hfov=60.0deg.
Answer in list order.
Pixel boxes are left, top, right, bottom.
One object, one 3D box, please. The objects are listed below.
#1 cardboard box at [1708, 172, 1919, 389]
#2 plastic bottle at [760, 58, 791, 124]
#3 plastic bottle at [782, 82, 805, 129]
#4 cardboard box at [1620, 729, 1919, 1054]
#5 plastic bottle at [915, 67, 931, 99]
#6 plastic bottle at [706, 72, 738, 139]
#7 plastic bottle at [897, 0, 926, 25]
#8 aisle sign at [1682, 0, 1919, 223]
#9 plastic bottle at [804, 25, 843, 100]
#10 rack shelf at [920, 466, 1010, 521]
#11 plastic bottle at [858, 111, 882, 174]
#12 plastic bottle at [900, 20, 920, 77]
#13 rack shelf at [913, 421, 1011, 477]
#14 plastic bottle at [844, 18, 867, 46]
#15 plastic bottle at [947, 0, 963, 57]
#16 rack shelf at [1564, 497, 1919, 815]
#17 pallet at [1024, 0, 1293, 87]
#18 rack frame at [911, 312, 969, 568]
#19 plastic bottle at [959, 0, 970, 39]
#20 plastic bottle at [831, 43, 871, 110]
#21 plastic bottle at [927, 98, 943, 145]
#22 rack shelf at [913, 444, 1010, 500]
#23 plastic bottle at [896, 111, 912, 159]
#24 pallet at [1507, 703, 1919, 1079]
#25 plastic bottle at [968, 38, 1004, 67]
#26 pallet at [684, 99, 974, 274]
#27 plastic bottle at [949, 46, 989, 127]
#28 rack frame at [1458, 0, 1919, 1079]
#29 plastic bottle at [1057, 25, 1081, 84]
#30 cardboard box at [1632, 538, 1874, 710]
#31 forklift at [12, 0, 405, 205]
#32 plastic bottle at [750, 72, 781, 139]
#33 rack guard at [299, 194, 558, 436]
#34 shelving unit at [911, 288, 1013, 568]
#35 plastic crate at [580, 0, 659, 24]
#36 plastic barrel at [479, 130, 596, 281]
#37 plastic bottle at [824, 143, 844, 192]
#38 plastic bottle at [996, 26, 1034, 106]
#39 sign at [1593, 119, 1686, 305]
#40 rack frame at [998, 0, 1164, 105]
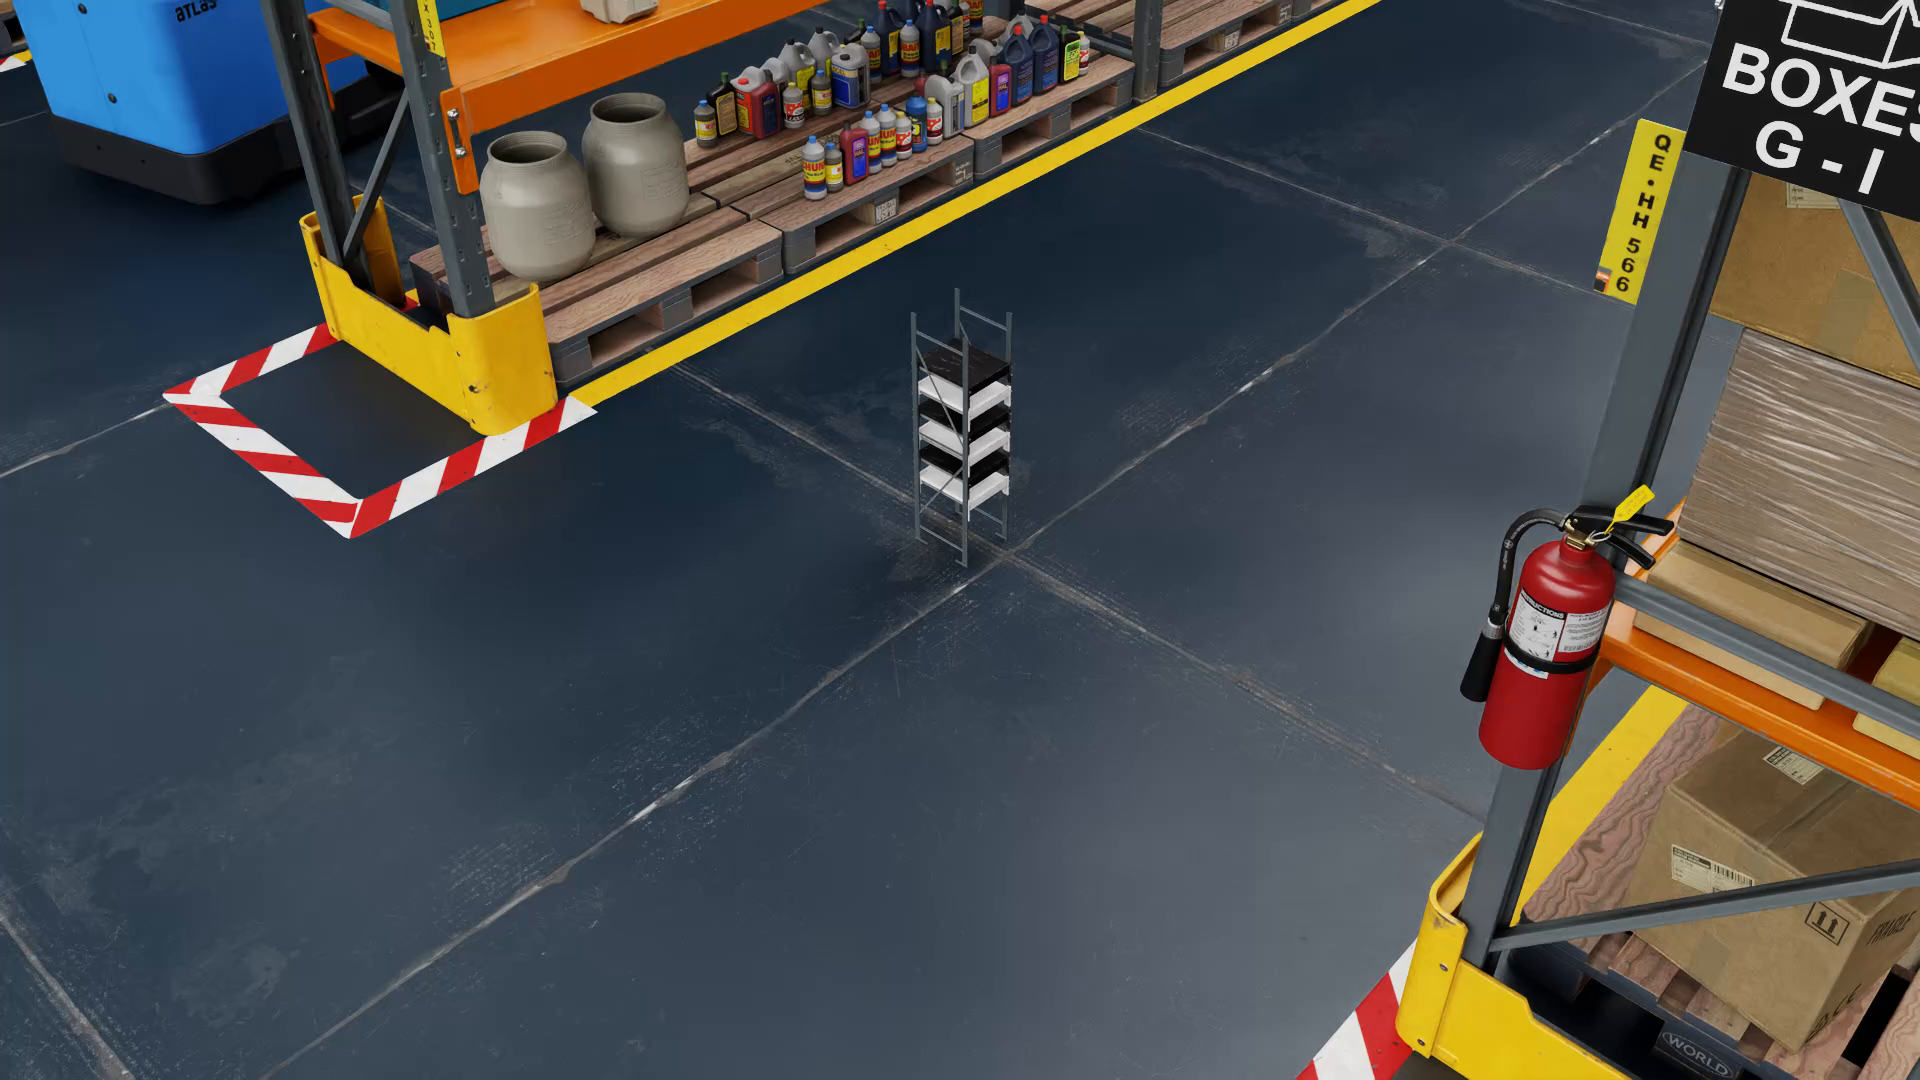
[{"bbox_3d":[1.758,-0.641,3.023,0.500,0.500,0.500,30,47,32],"label":"cardboard box"},{"bbox_3d":[-0.888,-2.119,7.840,0.152,0.276,0.135,28,46,31],"label":"plastic bottle"},{"bbox_3d":[-0.783,-2.046,7.808,0.097,0.201,0.097,0,38,0],"label":"plastic bottle"},{"bbox_3d":[2.003,0.796,4.009,0.500,0.500,0.500,-25,45,-28],"label":"cardboard box"},{"bbox_3d":[-0.149,-2.082,7.787,0.061,0.283,0.133,30,47,32],"label":"plastic bottle"},{"bbox_3d":[-1.106,-2.016,7.704,0.061,0.283,0.133,31,48,33],"label":"plastic bottle"},{"bbox_3d":[-0.239,-2.594,8.377,0.144,0.351,0.185,31,48,33],"label":"plastic bottle"},{"bbox_3d":[1.306,-0.853,2.324,0.394,0.787,0.004,30,47,32],"label":"aisle sign"},{"bbox_3d":[-0.653,-2.312,8.022,0.144,0.351,0.185,29,47,32],"label":"plastic bottle"},{"bbox_3d":[0.005,-0.189,5.607,0.258,0.077,0.200,30,47,32],"label":"rack shelf"},{"bbox_3d":[-0.403,-1.781,7.419,0.097,0.271,0.097,0,38,0],"label":"plastic bottle"},{"bbox_3d":[-0.248,-2.445,8.254,0.097,0.271,0.097,0,38,0],"label":"plastic bottle"},{"bbox_3d":[0.005,-0.330,5.495,0.258,0.077,0.200,30,47,32],"label":"rack shelf"},{"bbox_3d":[-0.509,-2.422,8.215,0.133,0.283,0.061,-32,48,-34],"label":"plastic bottle"},{"bbox_3d":[-0.046,-2.597,8.435,0.061,0.283,0.133,30,47,32],"label":"plastic bottle"},{"bbox_3d":[2.918,-0.375,4.389,1.077,0.370,4.000,30,47,32],"label":"rack shelf"},{"bbox_3d":[1.113,-2.941,9.279,1.003,0.211,1.213,30,47,32],"label":"pallet"},{"bbox_3d":[-0.063,-0.309,5.416,0.240,0.900,0.006,30,47,32],"label":"rack frame"},{"bbox_3d":[0.005,-2.723,8.659,0.097,0.201,0.097,0,38,0],"label":"plastic bottle"},{"bbox_3d":[-0.527,-2.232,7.982,0.152,0.276,0.135,30,47,32],"label":"plastic bottle"},{"bbox_3d":[-0.130,-1.940,7.674,0.097,0.201,0.097,0,38,0],"label":"plastic bottle"},{"bbox_3d":[0.005,-0.259,5.551,0.258,0.077,0.200,30,47,32],"label":"rack shelf"},{"bbox_3d":[-0.268,-1.845,7.555,0.097,0.201,0.097,0,38,0],"label":"plastic bottle"},{"bbox_3d":[2.194,0.960,4.373,1.003,0.211,1.213,30,47,32],"label":"pallet"},{"bbox_3d":[0.134,-2.307,8.076,0.152,0.276,0.135,30,47,32],"label":"plastic bottle"},{"bbox_3d":[-0.695,-1.709,7.730,1.003,0.211,1.213,30,47,32],"label":"pallet"},{"bbox_3d":[0.043,-2.137,7.802,0.144,0.351,0.185,29,47,32],"label":"plastic bottle"},{"bbox_3d":[1.569,0.262,3.010,1.000,3.000,0.127,30,47,32],"label":"rack frame"},{"bbox_3d":[0.531,-2.405,8.193,0.133,0.283,0.061,-32,48,-33],"label":"plastic bottle"},{"bbox_3d":[1.609,0.143,3.362,0.380,0.149,0.250,30,47,32],"label":"cardboard box"},{"bbox_3d":[-3.112,-3.570,7.885,1.130,2.935,3.031,19,42,22],"label":"forklift"},{"bbox_3d":[-0.902,-2.014,7.702,0.061,0.283,0.133,30,47,32],"label":"plastic bottle"},{"bbox_3d":[-2.070,-0.894,6.472,1.175,0.500,0.348,30,47,32],"label":"rack guard"},{"bbox_3d":[0.005,-0.356,5.475,0.258,0.900,0.210,30,47,32],"label":"shelving unit"},{"bbox_3d":[-1.246,-1.990,6.055,0.298,0.136,0.250,30,47,32],"label":"plastic crate"},{"bbox_3d":[-1.699,-1.342,6.690,0.421,0.512,0.421,0,38,0],"label":"plastic barrel"},{"bbox_3d":[-0.564,-1.644,7.302,0.097,0.201,0.097,0,38,0],"label":"plastic bottle"},{"bbox_3d":[0.260,-2.285,7.989,0.144,0.351,0.185,27,46,30],"label":"plastic bottle"},{"bbox_3d":[1.173,-0.557,2.856,0.100,0.325,0.005,30,47,32],"label":"sign"},{"bbox_3d":[0.612,-3.655,7.936,1.000,3.000,0.127,30,47,32],"label":"rack frame"}]
